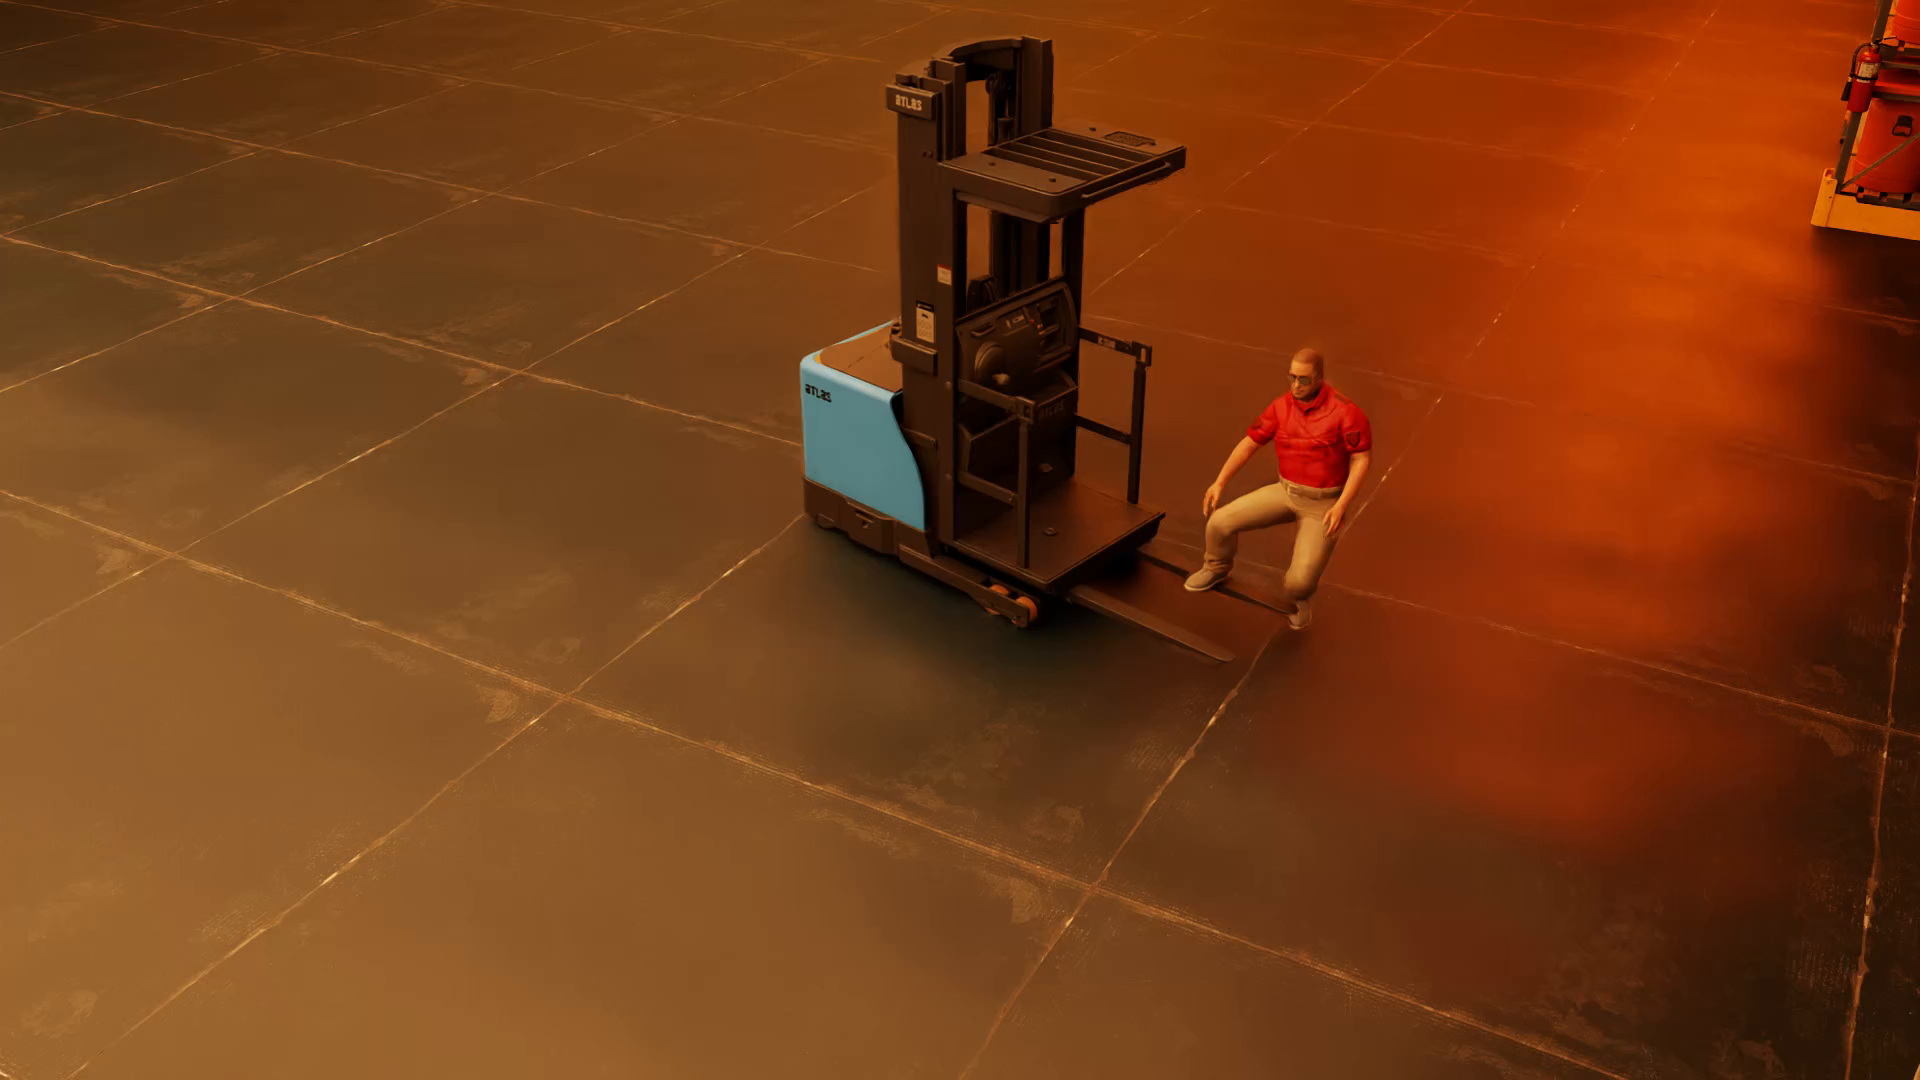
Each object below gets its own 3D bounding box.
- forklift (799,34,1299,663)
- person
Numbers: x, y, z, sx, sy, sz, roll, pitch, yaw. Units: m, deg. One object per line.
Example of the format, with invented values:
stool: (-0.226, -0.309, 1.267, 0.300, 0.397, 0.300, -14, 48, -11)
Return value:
forklift: (0.474, -1.084, 8.950, 3.031, 2.935, 1.130, 24, 38, 35)
person: (1.680, -0.233, 8.709, 0.777, 1.547, 0.627, 24, 37, 35)
